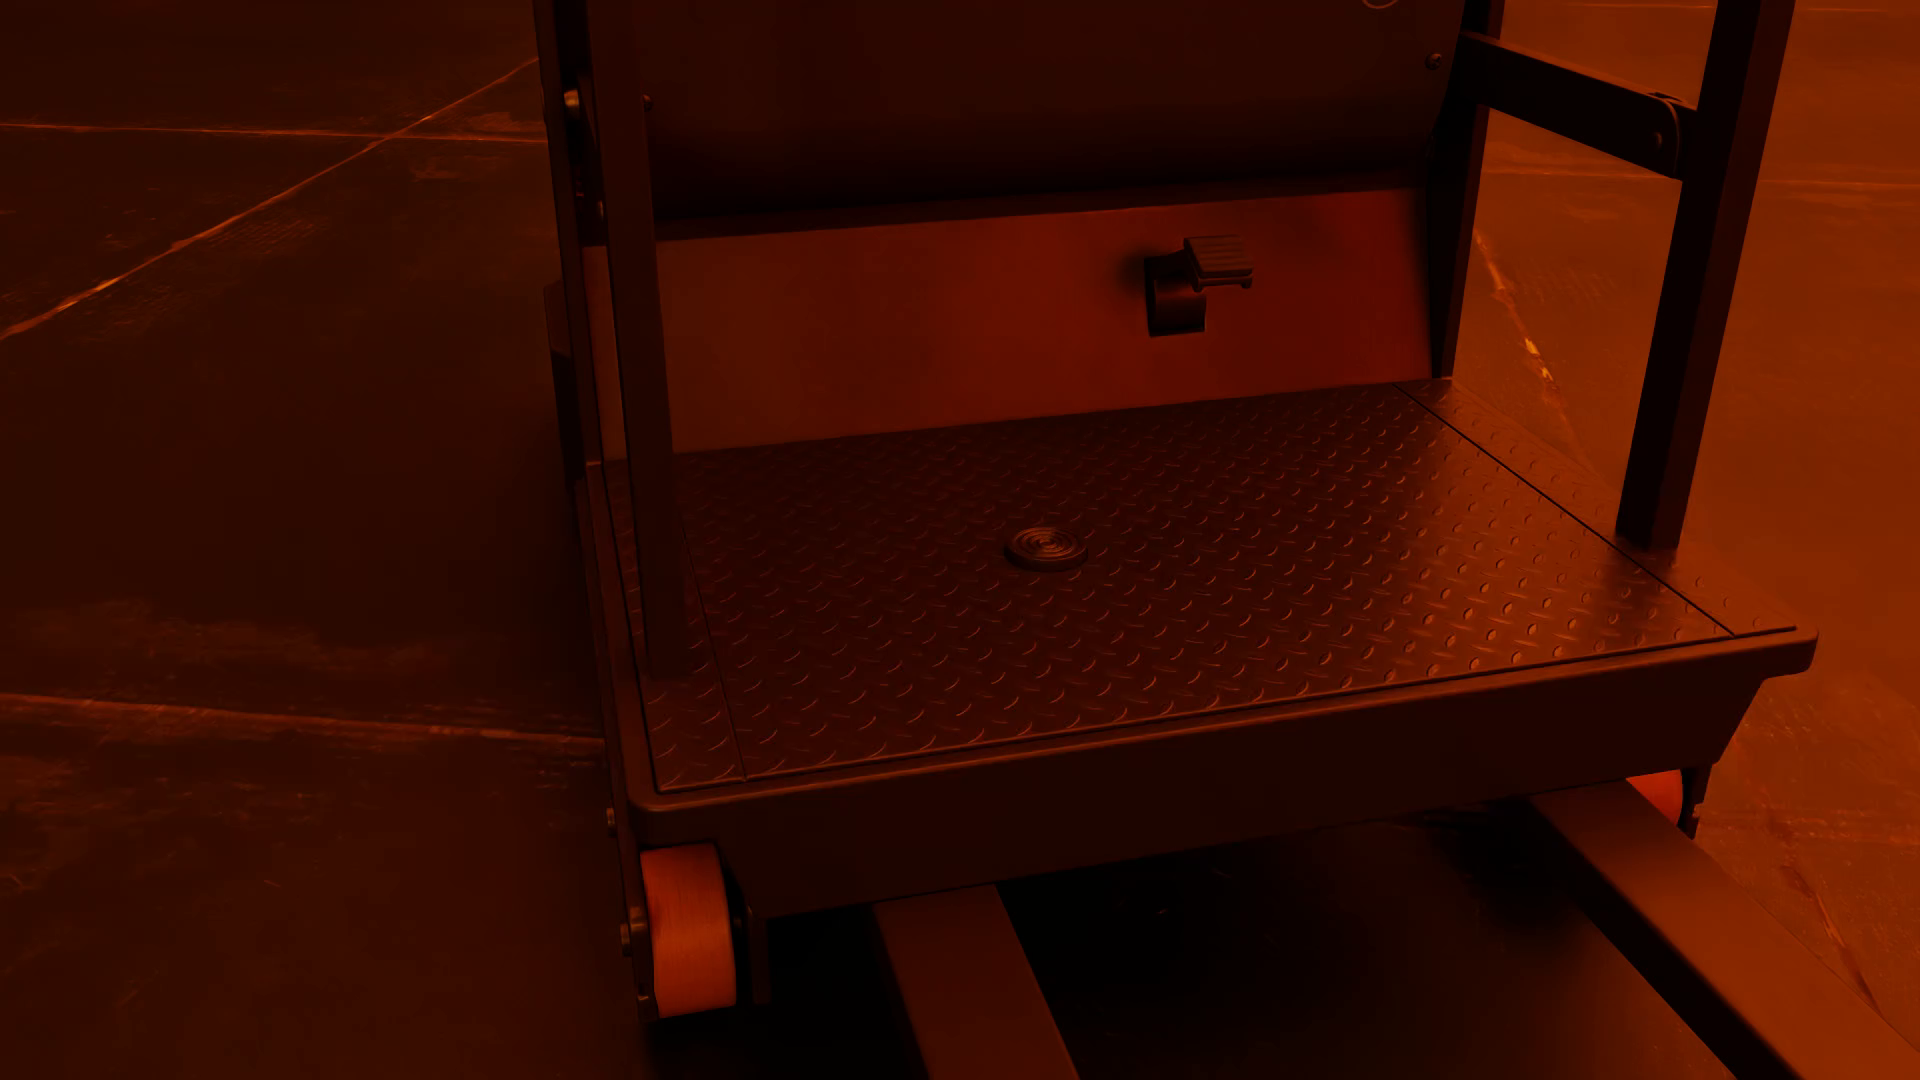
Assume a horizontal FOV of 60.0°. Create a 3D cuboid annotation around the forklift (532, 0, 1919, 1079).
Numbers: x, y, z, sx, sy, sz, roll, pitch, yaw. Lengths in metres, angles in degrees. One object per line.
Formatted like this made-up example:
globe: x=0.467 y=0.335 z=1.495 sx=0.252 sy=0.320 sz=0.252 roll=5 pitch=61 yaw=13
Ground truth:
forklift: x=0.153 y=-1.049 z=1.319 sx=1.130 sy=2.935 sz=3.031 roll=-7 pitch=27 yaw=-13
